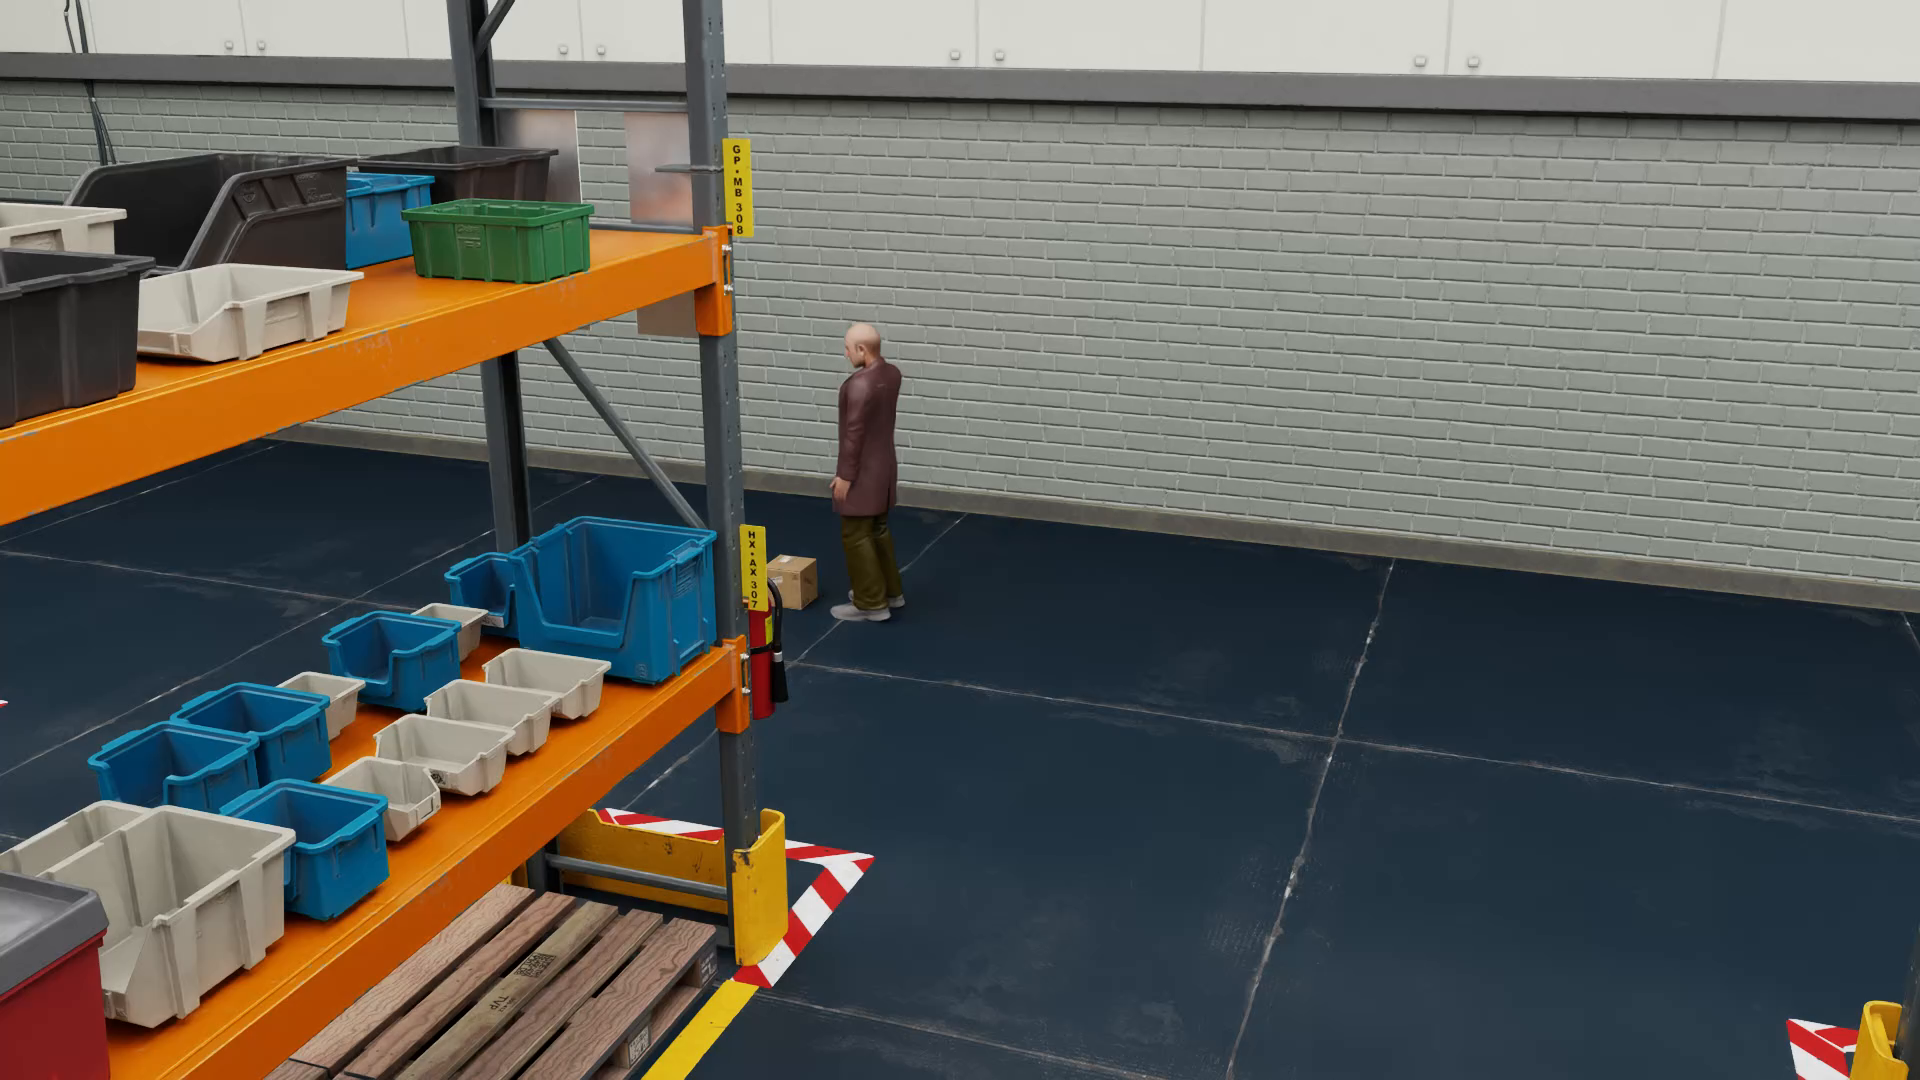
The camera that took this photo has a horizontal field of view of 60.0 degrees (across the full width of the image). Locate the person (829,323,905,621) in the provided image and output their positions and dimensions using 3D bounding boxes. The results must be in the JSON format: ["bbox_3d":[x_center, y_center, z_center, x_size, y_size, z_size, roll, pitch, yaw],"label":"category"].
[{"bbox_3d":[-0.566,-0.399,9.809,0.380,1.779,0.562,7,20,19],"label":"person"}]
